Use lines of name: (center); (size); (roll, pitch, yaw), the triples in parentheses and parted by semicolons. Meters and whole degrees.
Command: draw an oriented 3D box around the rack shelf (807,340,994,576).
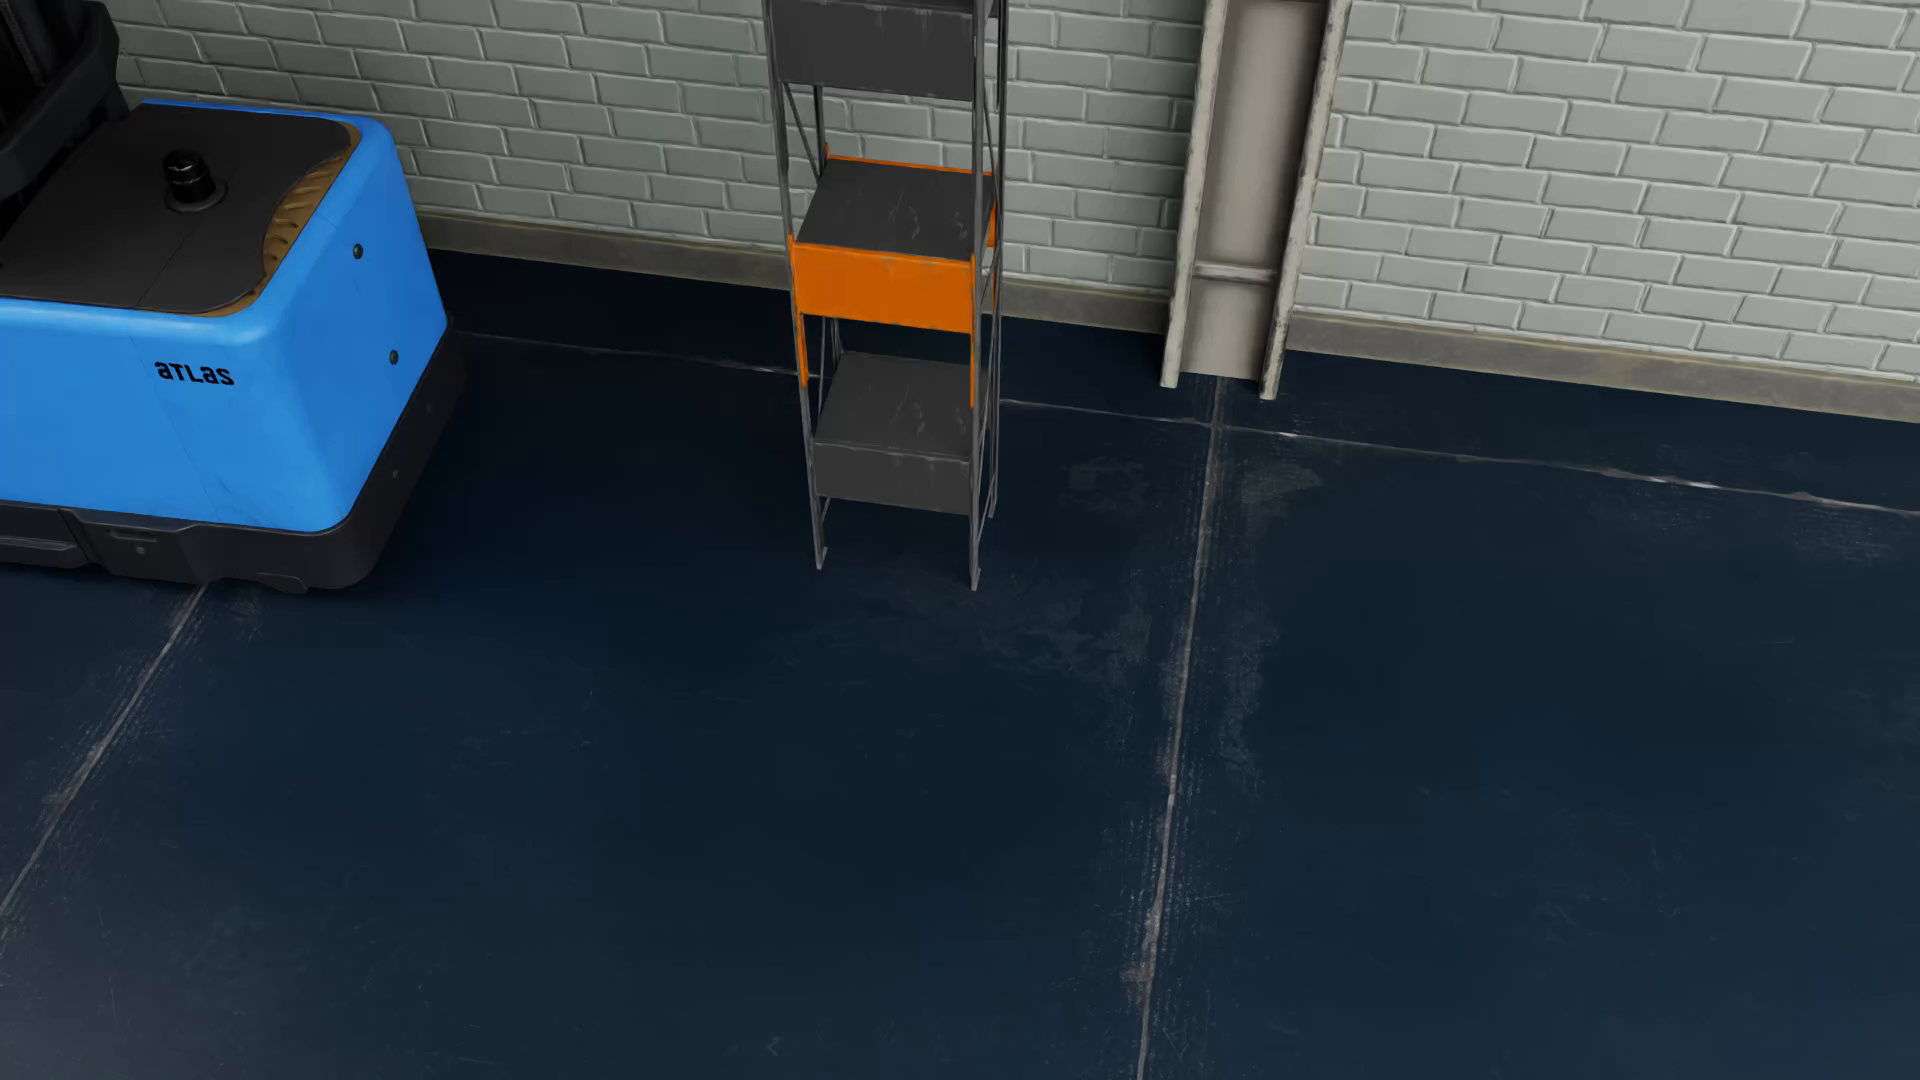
rack shelf: (-0.163, -0.247, 5.019); (0.480, 0.518, 0.431); (8, 49, 7)

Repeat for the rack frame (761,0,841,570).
rack frame: (-0.403, -0.756, 4.518); (0.015, 2.100, 0.400); (8, 49, 7)

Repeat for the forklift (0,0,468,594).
forklift: (-3.230, -1.316, 4.462); (3.031, 2.935, 1.130); (6, 48, 5)

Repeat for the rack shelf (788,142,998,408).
rack shelf: (-0.163, -0.715, 4.499); (0.480, 0.518, 0.431); (8, 49, 7)

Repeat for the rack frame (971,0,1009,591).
rack frame: (0.077, -0.691, 4.460); (0.015, 2.100, 0.400); (8, 49, 7)

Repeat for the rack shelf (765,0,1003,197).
rack shelf: (-0.163, -1.182, 3.978); (0.480, 0.518, 0.431); (8, 49, 7)

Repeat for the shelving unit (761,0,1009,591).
shelving unit: (-0.163, -0.724, 4.489); (0.503, 2.100, 0.431); (8, 49, 7)
